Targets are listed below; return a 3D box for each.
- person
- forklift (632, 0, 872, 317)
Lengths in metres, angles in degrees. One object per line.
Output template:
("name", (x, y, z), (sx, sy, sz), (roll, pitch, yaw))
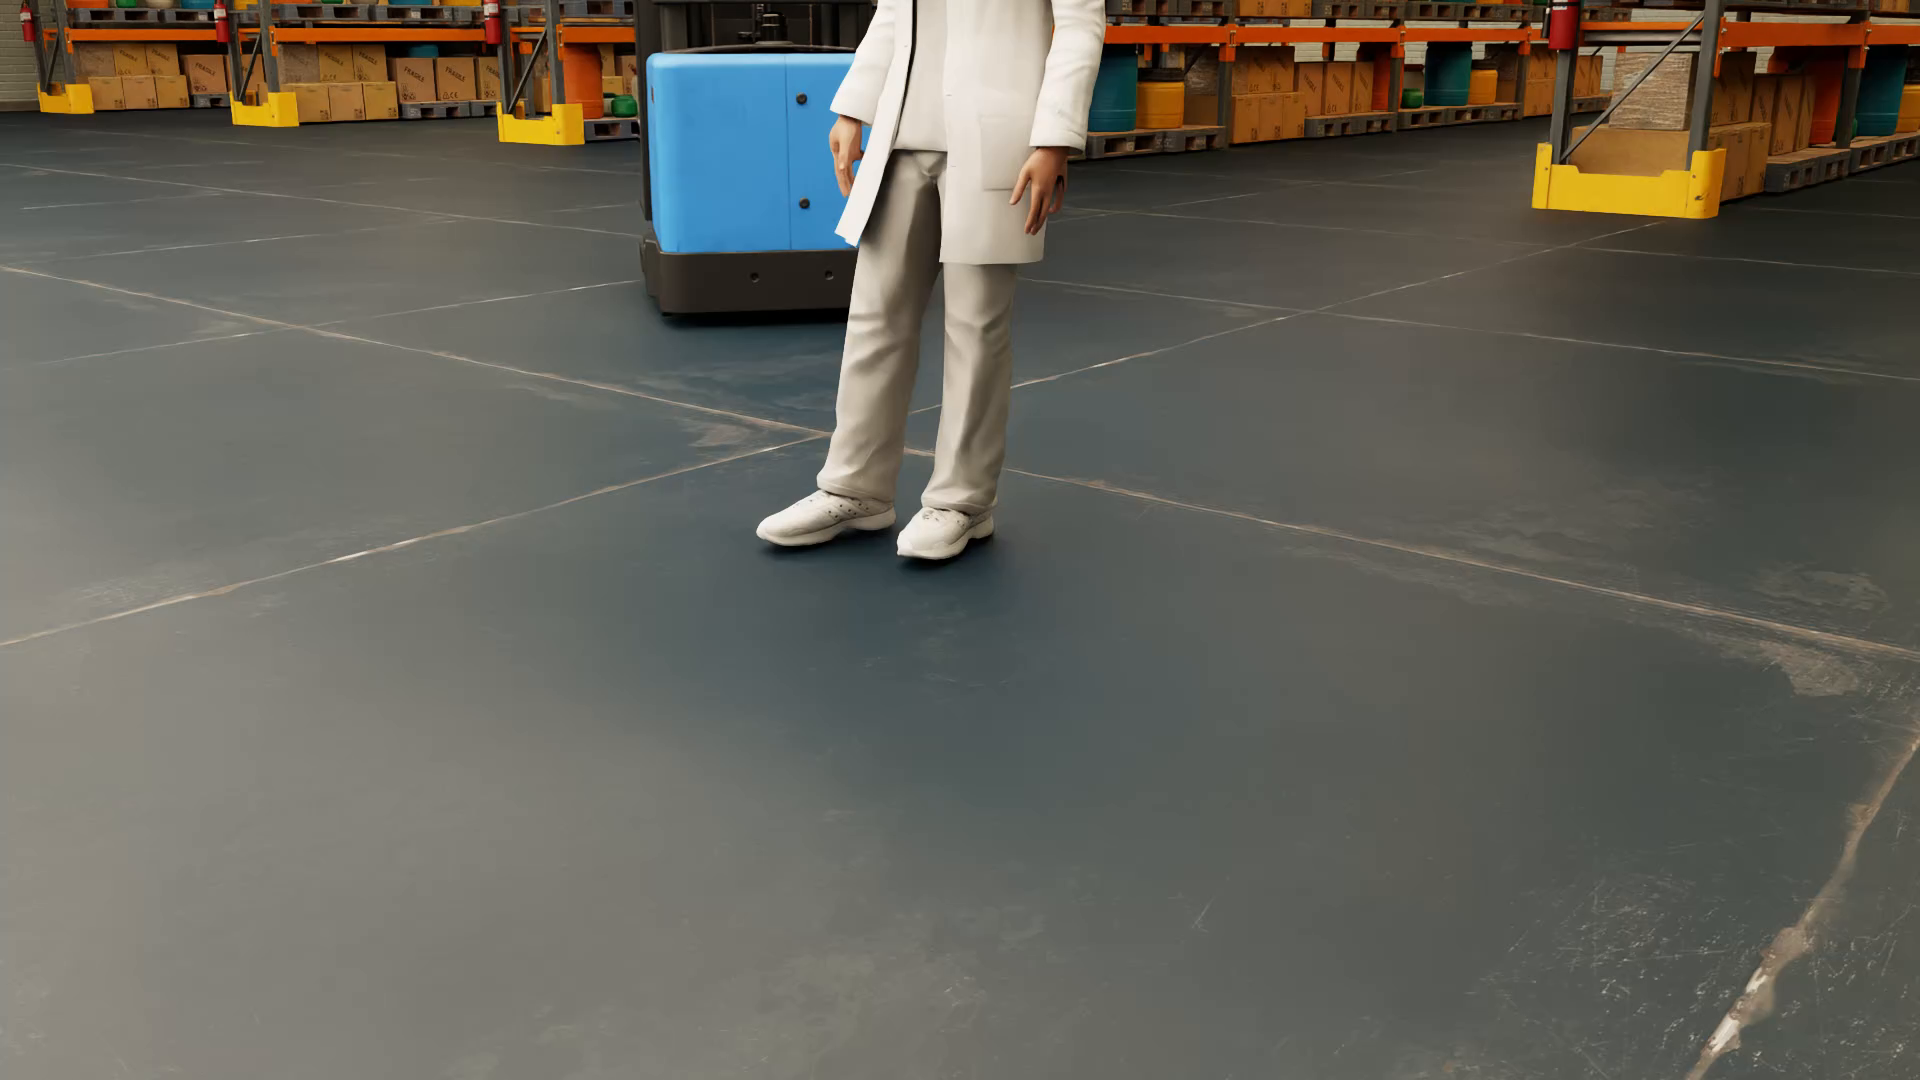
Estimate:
("person", (-0.061, -0.838, 3.616), (0.698, 1.777, 0.578), (13, 21, 37))
("forklift", (-1.000, -2.703, 7.800), (1.130, 2.935, 3.031), (-4, 17, -12))
